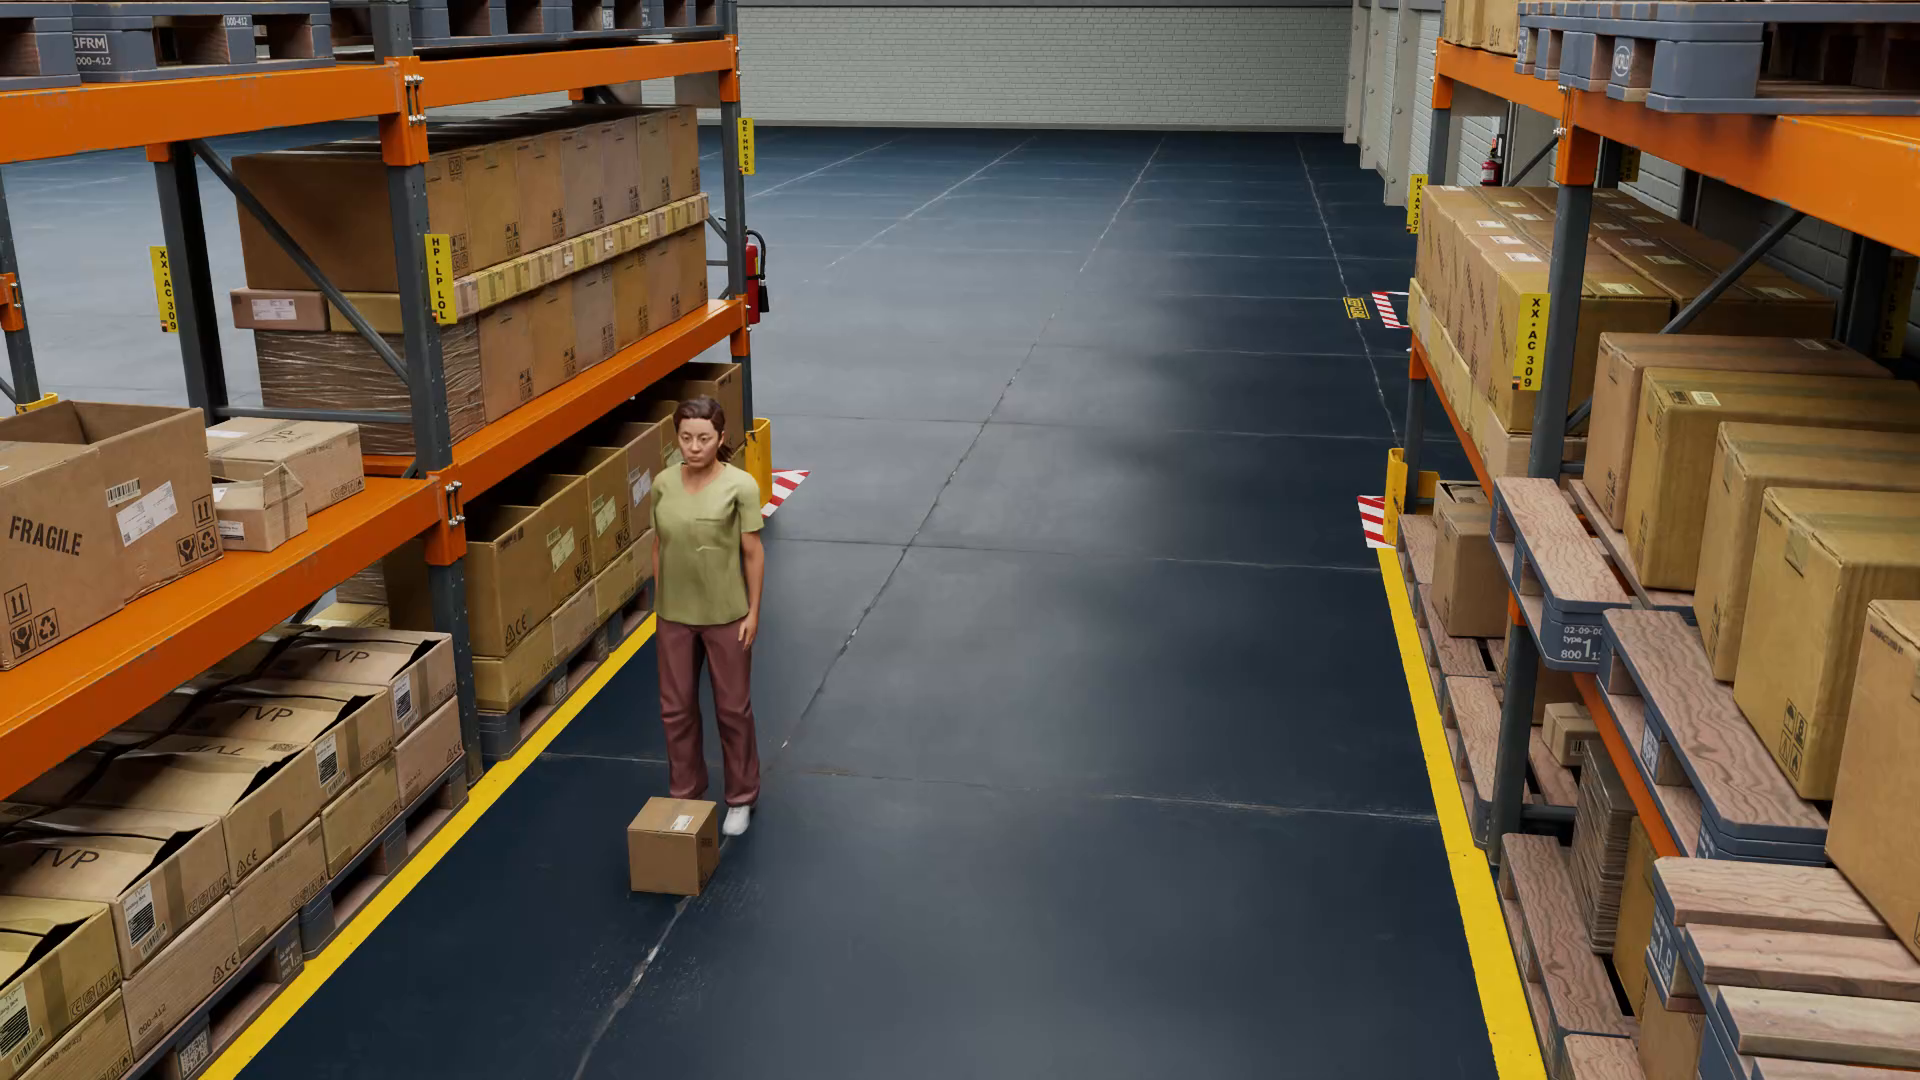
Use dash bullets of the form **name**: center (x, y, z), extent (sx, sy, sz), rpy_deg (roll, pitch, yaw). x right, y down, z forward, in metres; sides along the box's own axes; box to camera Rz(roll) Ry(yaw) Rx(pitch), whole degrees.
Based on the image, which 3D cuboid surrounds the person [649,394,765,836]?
- **person**: center (-0.941, 0.283, 6.210), extent (0.441, 1.678, 0.361), rpy_deg (3, 18, 10)
